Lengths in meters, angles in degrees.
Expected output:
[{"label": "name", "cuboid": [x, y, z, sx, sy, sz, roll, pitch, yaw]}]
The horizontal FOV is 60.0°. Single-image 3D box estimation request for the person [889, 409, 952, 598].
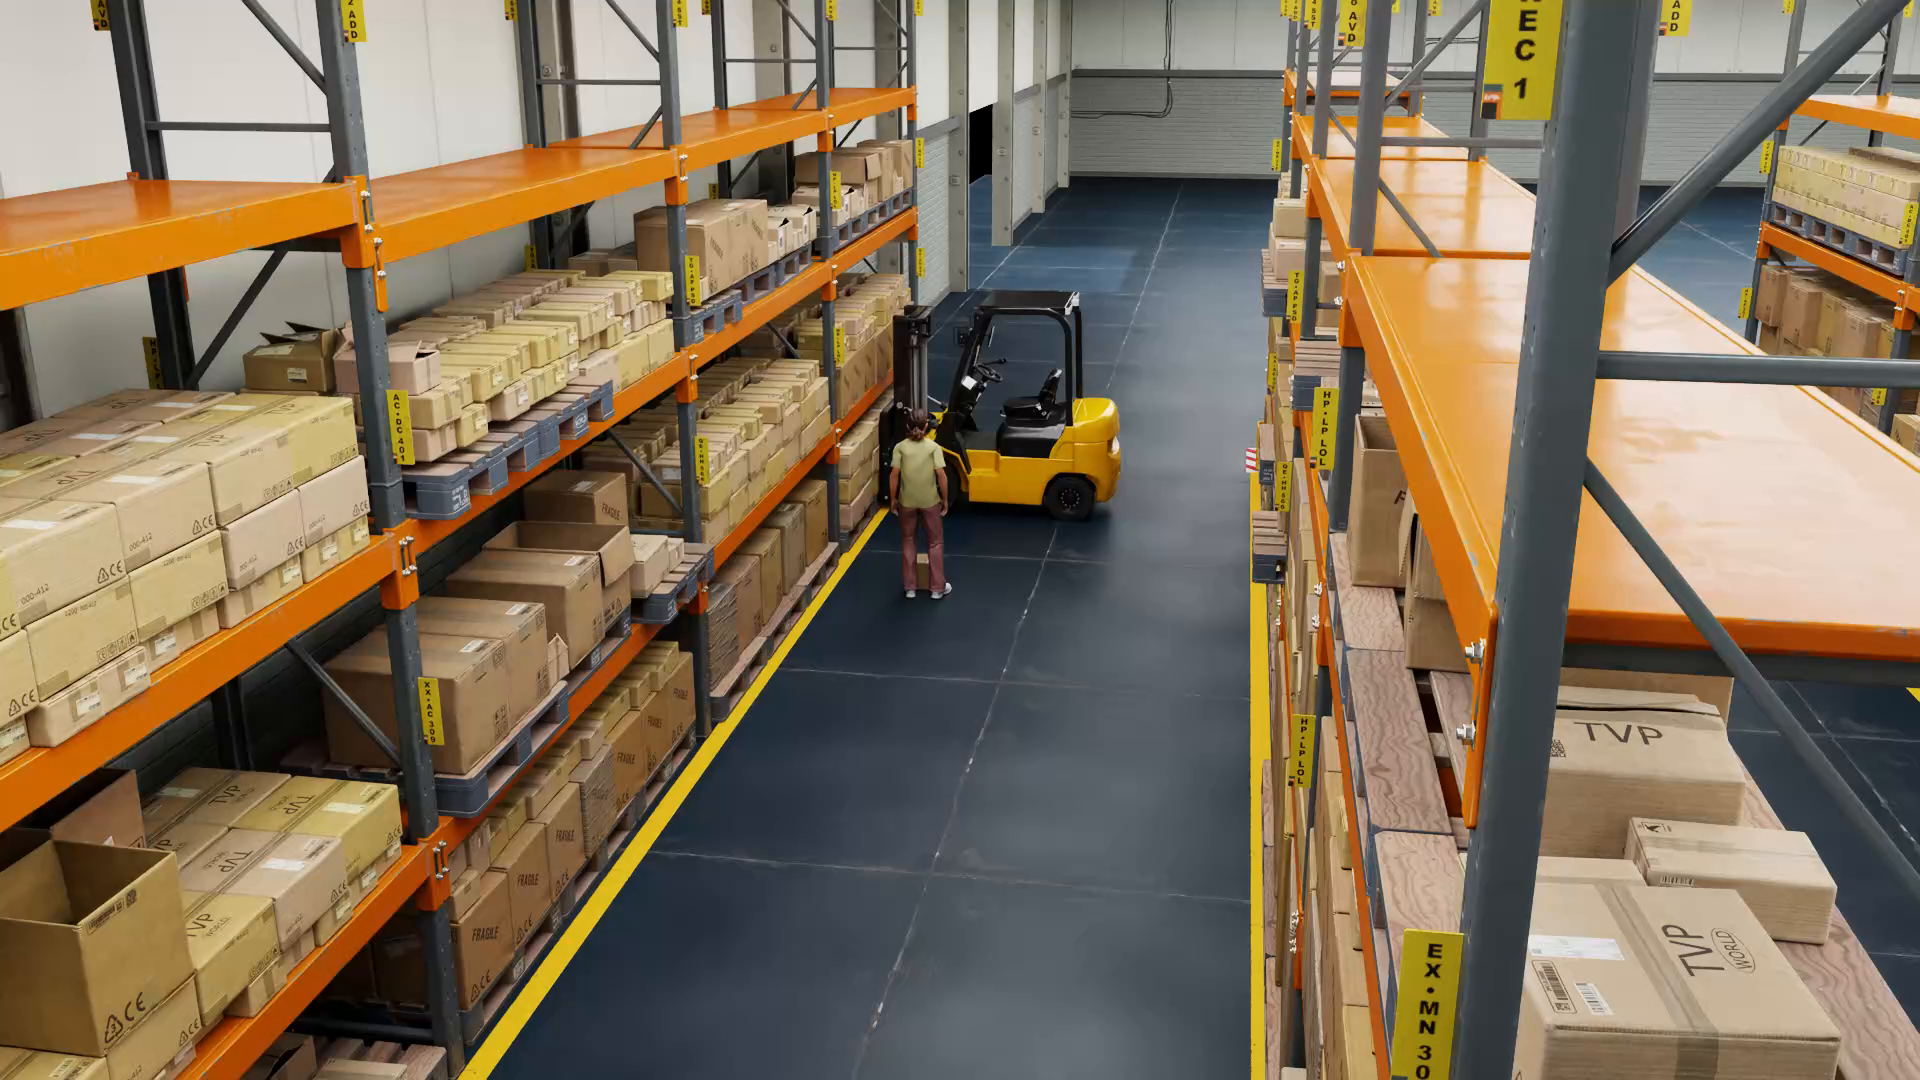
[{"label": "person", "cuboid": [-0.347, -0.316, 14.476, 0.520, 1.673, 0.357, 2, 18, 6]}]
